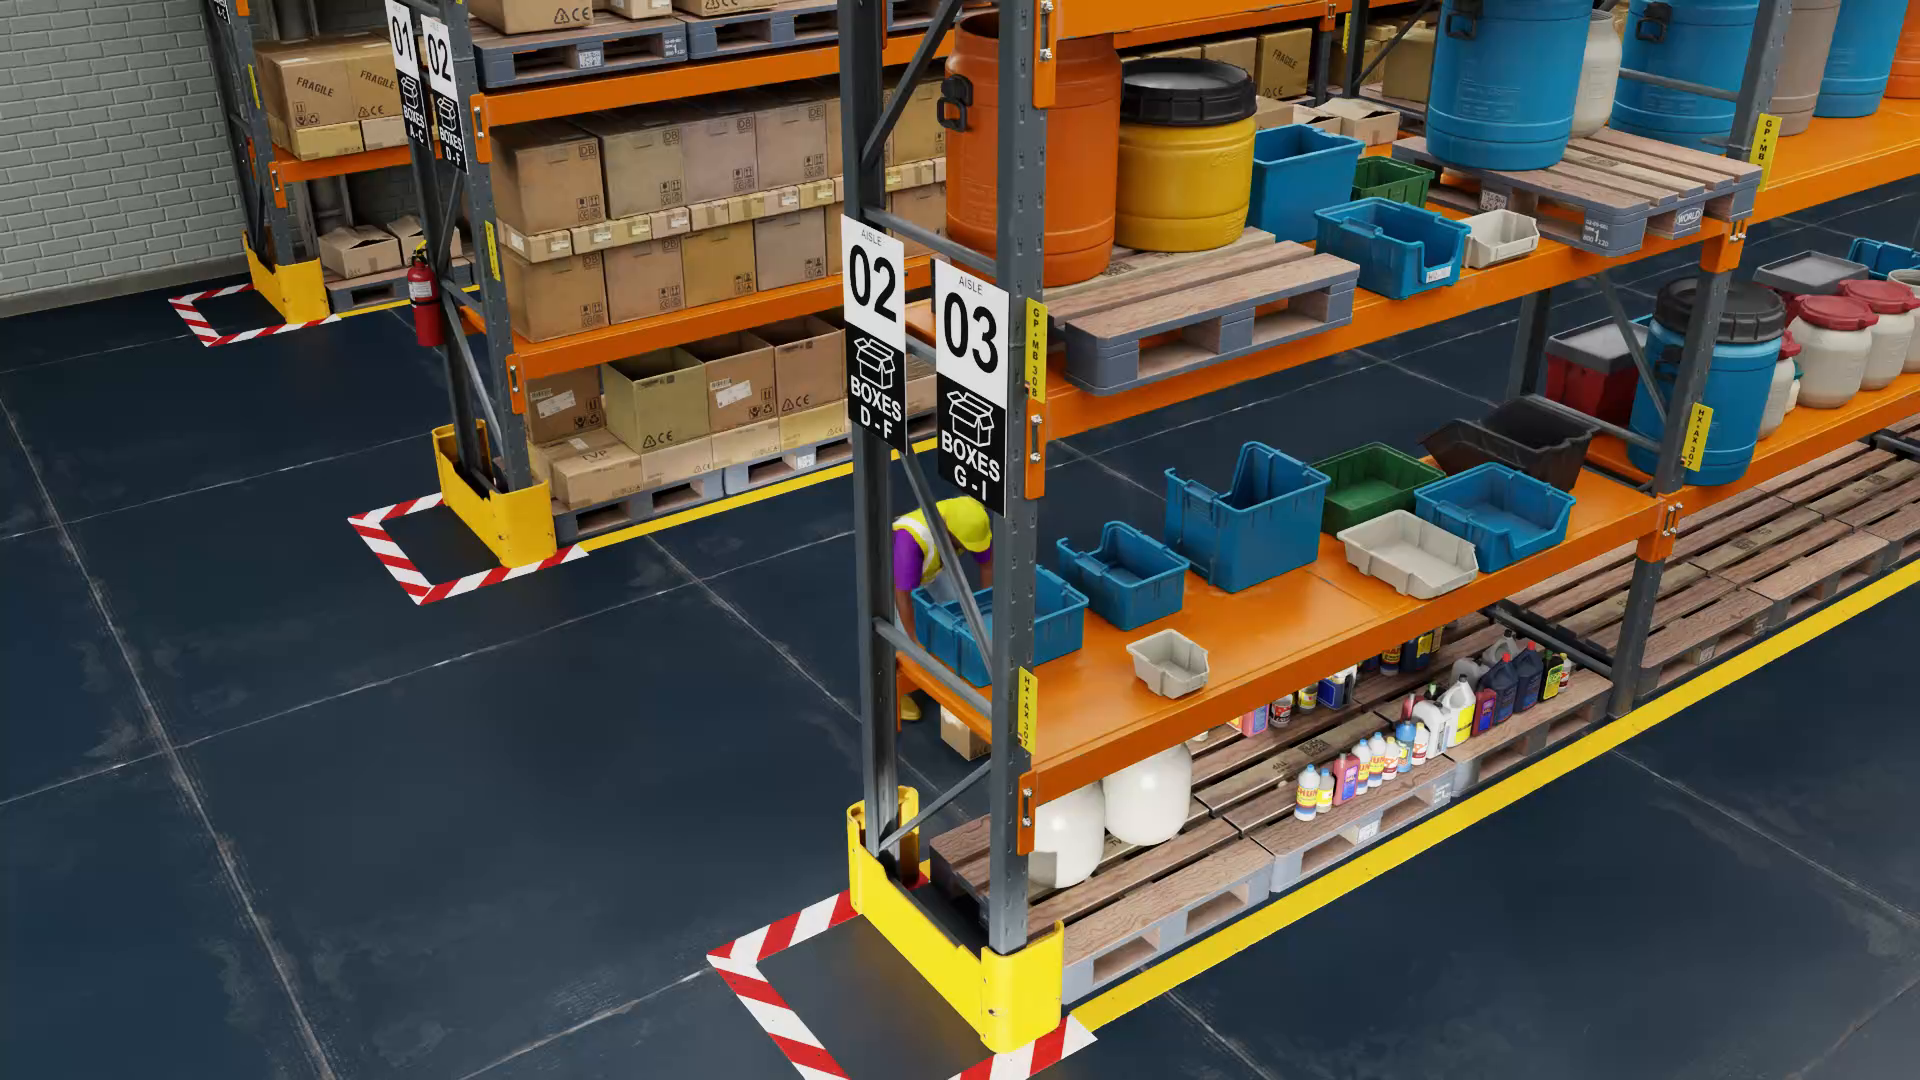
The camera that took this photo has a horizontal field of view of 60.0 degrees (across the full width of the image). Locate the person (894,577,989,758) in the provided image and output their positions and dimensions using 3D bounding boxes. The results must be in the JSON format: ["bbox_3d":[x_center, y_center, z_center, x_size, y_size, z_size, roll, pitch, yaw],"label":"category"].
[{"bbox_3d":[-0.089,0.545,8.584,0.559,0.894,0.899,-19,34,-31],"label":"person"}]
